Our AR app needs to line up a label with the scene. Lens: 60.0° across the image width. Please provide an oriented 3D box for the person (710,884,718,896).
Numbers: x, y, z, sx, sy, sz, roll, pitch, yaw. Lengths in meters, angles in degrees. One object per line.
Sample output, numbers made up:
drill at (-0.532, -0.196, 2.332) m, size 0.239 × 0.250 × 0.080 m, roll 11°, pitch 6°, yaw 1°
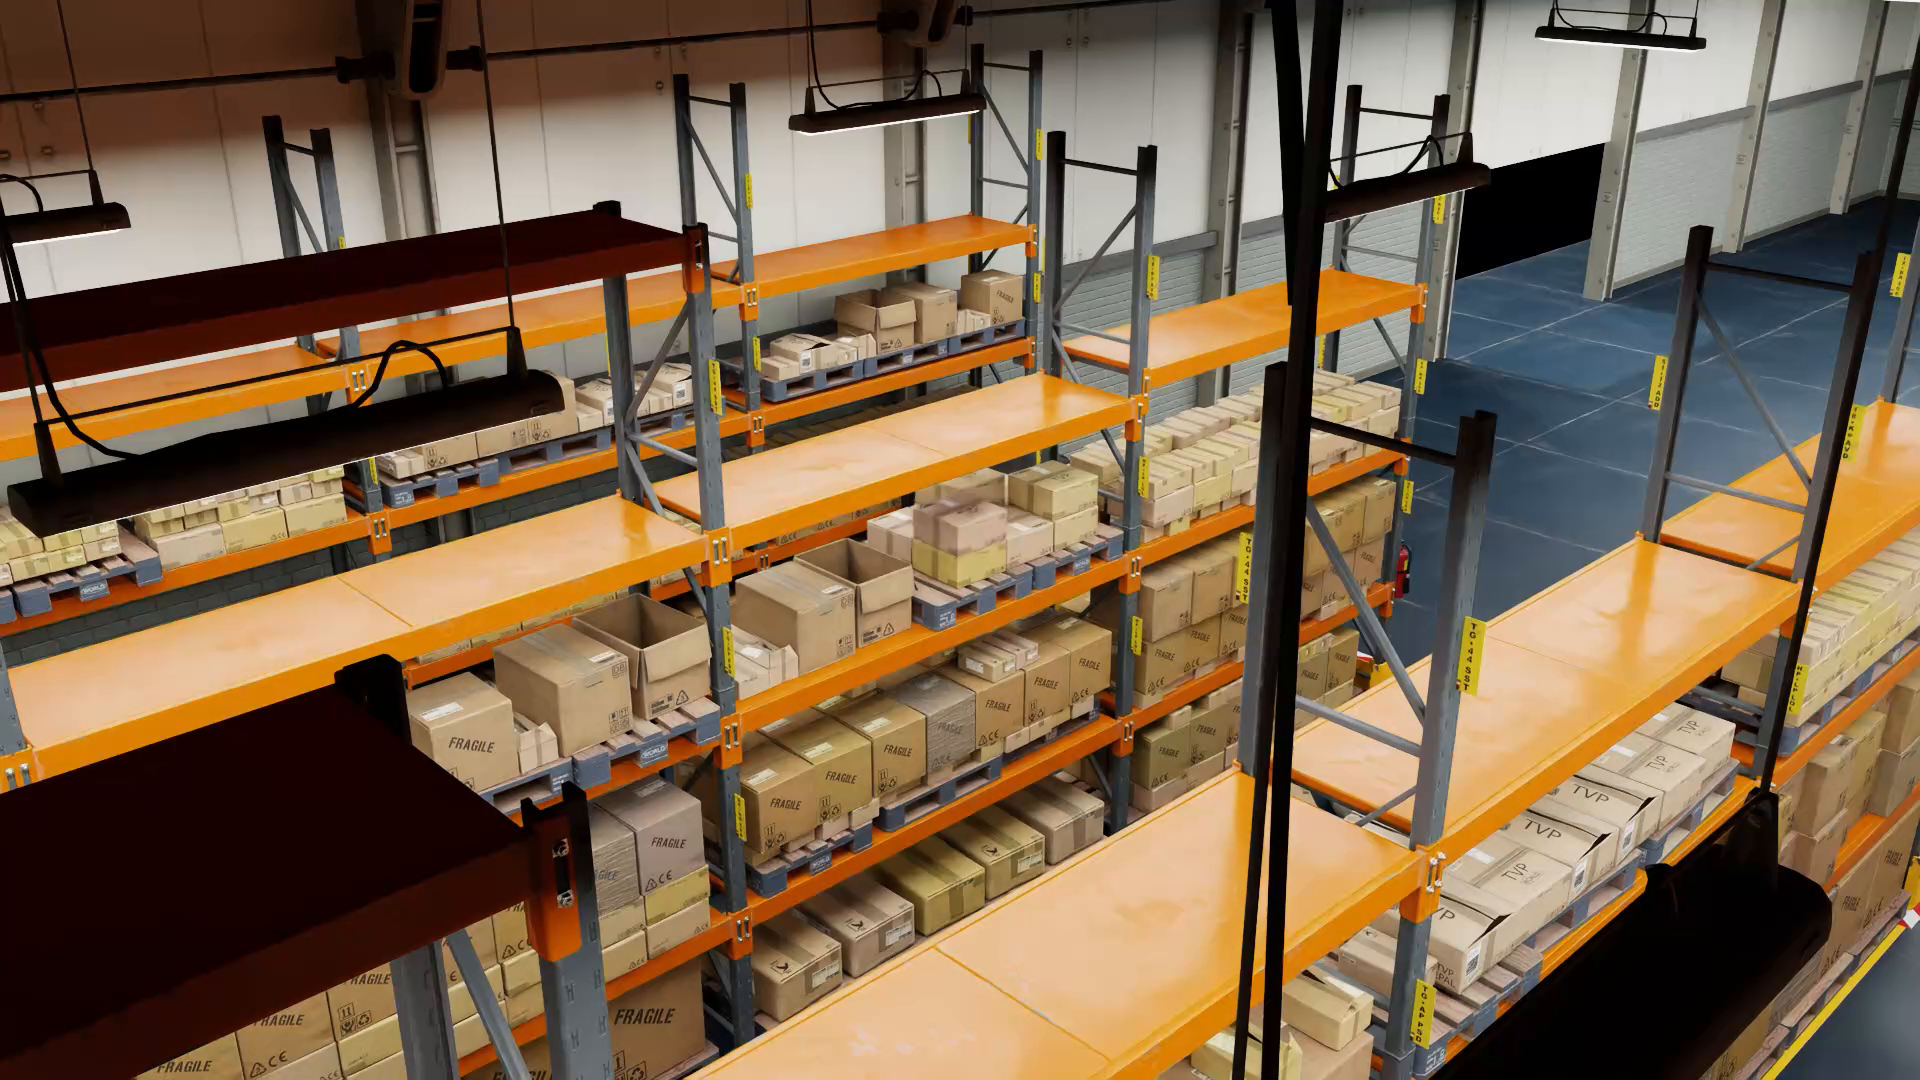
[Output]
person at (-2.004, 2.048, 13.588) m, size 0.593 × 1.771 × 0.615 m, roll -21°, pitch 30°, yaw -41°
